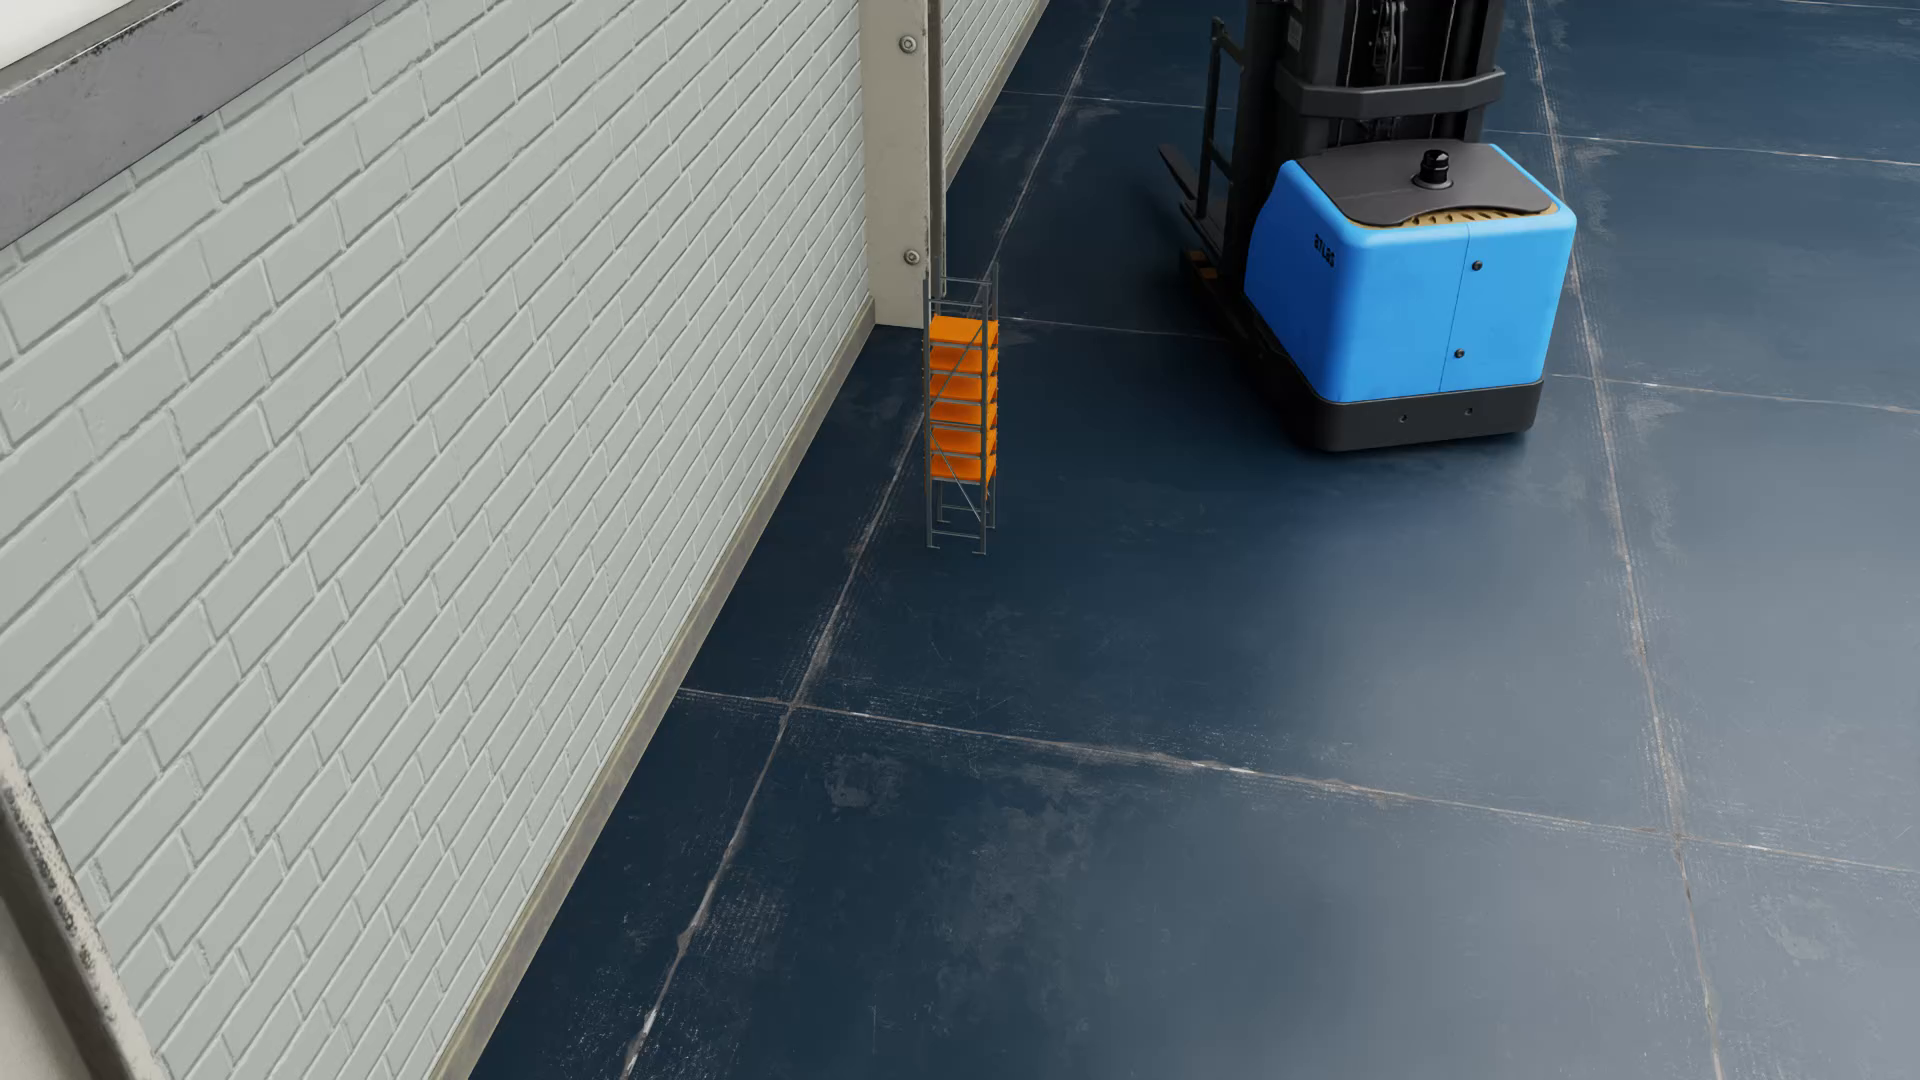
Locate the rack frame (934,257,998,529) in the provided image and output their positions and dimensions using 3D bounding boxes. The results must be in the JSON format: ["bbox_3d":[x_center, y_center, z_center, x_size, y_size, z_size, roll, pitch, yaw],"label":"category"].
[{"bbox_3d":[0.023,-0.547,6.482,0.240,1.200,0.006,7,37,10],"label":"rack frame"}]

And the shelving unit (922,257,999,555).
[{"bbox_3d":[0.003,-0.494,6.409,0.258,1.200,0.189,7,37,10],"label":"shelving unit"}]

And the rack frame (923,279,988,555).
[{"bbox_3d":[-0.016,-0.442,6.337,0.240,1.200,0.006,7,37,10],"label":"rack frame"}]

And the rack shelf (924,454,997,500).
[{"bbox_3d":[0.003,-0.264,6.576,0.258,0.103,0.180,7,37,10],"label":"rack shelf"}]

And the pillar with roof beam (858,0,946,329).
[{"bbox_3d":[3.944,-4.275,4.980,9.100,9.000,0.400,7,37,10],"label":"pillar with roof beam"}]

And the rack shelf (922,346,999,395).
[{"bbox_3d":[0.003,-0.652,6.295,0.258,0.103,0.180,7,37,10],"label":"rack shelf"}]

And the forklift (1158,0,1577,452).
[{"bbox_3d":[1.751,-2.427,7.601,1.130,2.935,3.031,-7,36,-9],"label":"forklift"}]

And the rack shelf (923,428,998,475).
[{"bbox_3d":[0.003,-0.361,6.506,0.258,0.103,0.180,7,37,10],"label":"rack shelf"}]

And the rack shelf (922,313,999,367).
[{"bbox_3d":[0.003,-0.750,6.224,0.258,0.103,0.180,7,37,10],"label":"rack shelf"}]

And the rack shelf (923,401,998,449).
[{"bbox_3d":[0.003,-0.458,6.435,0.258,0.103,0.180,7,37,10],"label":"rack shelf"}]

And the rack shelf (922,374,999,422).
[{"bbox_3d":[0.003,-0.555,6.365,0.258,0.103,0.180,7,37,10],"label":"rack shelf"}]
